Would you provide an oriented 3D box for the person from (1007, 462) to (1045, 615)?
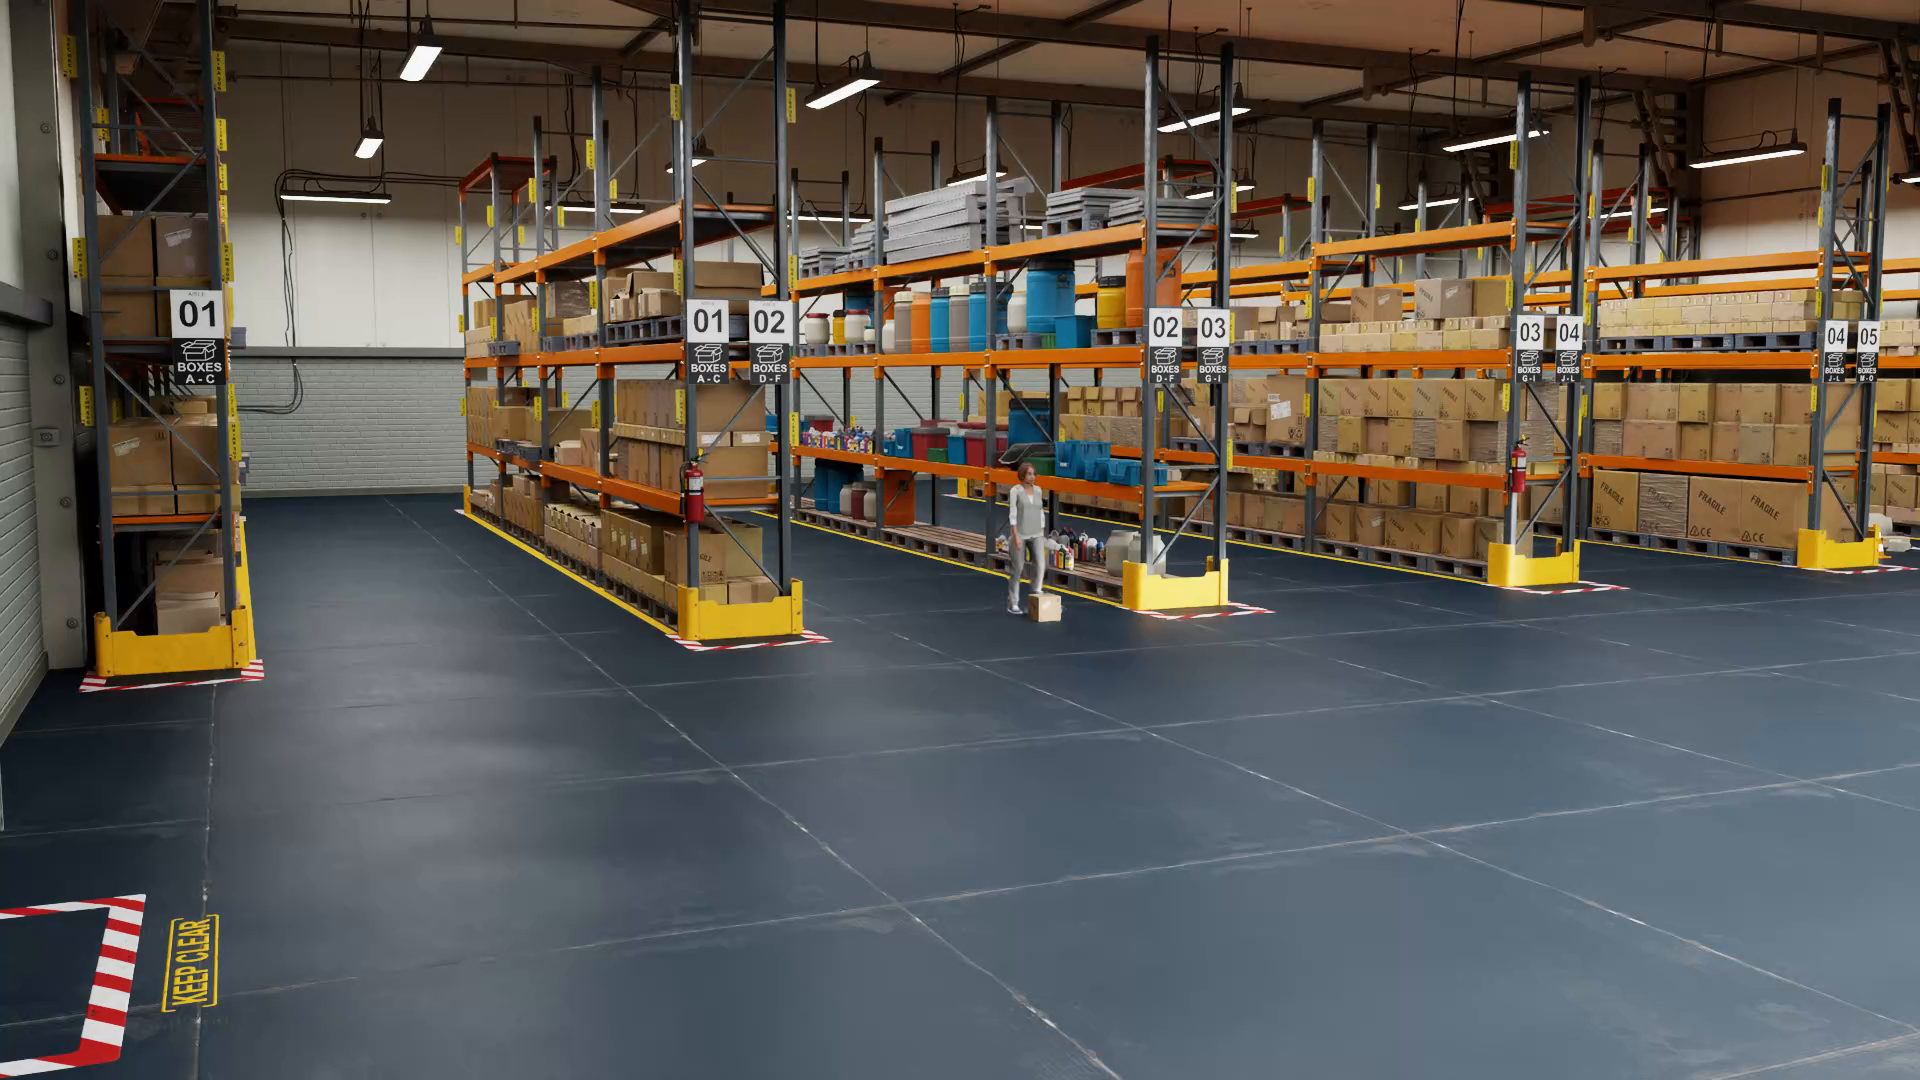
[{"bbox_3d":[0.713,-0.003,17.382,0.411,1.588,0.448,-2,6,-22],"label":"person"}]
